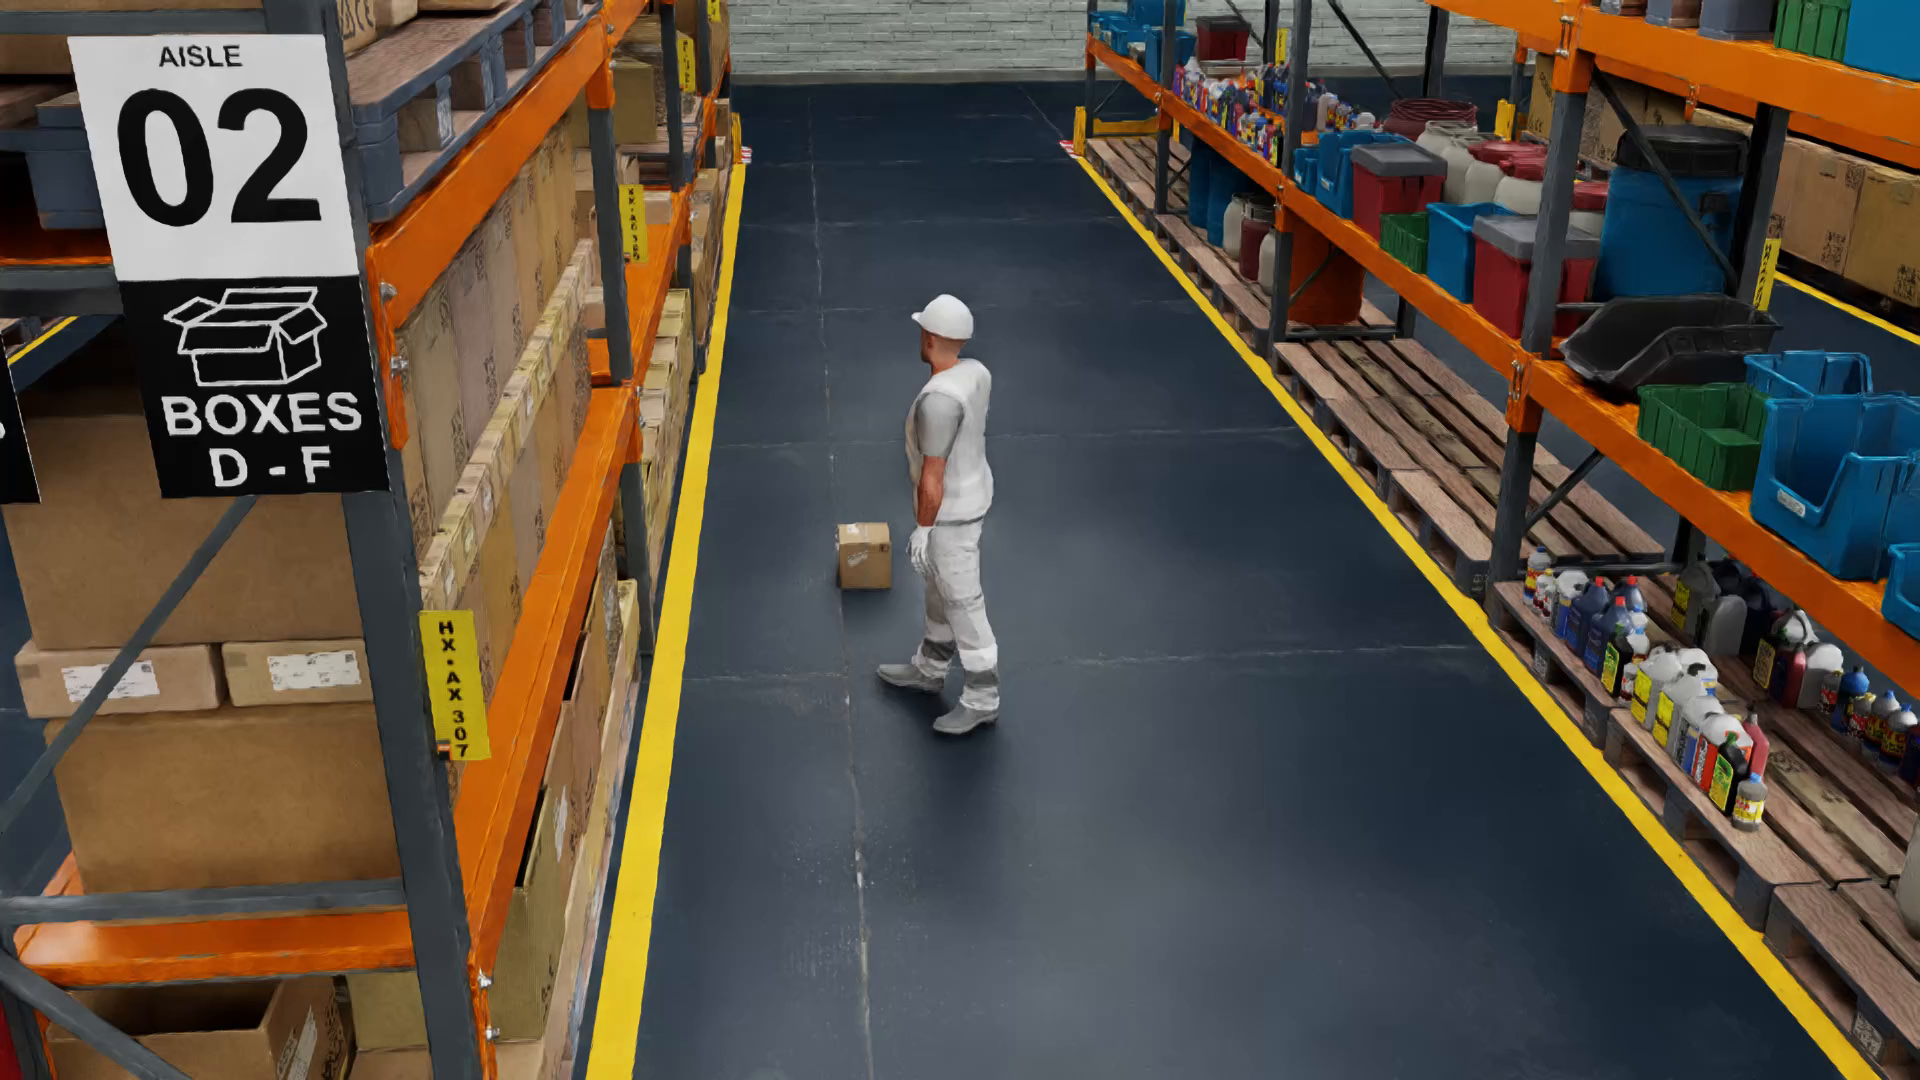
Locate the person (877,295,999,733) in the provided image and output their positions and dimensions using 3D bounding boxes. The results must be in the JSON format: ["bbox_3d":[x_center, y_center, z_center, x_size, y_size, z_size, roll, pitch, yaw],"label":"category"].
[{"bbox_3d":[-0.096,-0.133,6.815,0.586,1.787,0.682,4,24,10],"label":"person"}]
